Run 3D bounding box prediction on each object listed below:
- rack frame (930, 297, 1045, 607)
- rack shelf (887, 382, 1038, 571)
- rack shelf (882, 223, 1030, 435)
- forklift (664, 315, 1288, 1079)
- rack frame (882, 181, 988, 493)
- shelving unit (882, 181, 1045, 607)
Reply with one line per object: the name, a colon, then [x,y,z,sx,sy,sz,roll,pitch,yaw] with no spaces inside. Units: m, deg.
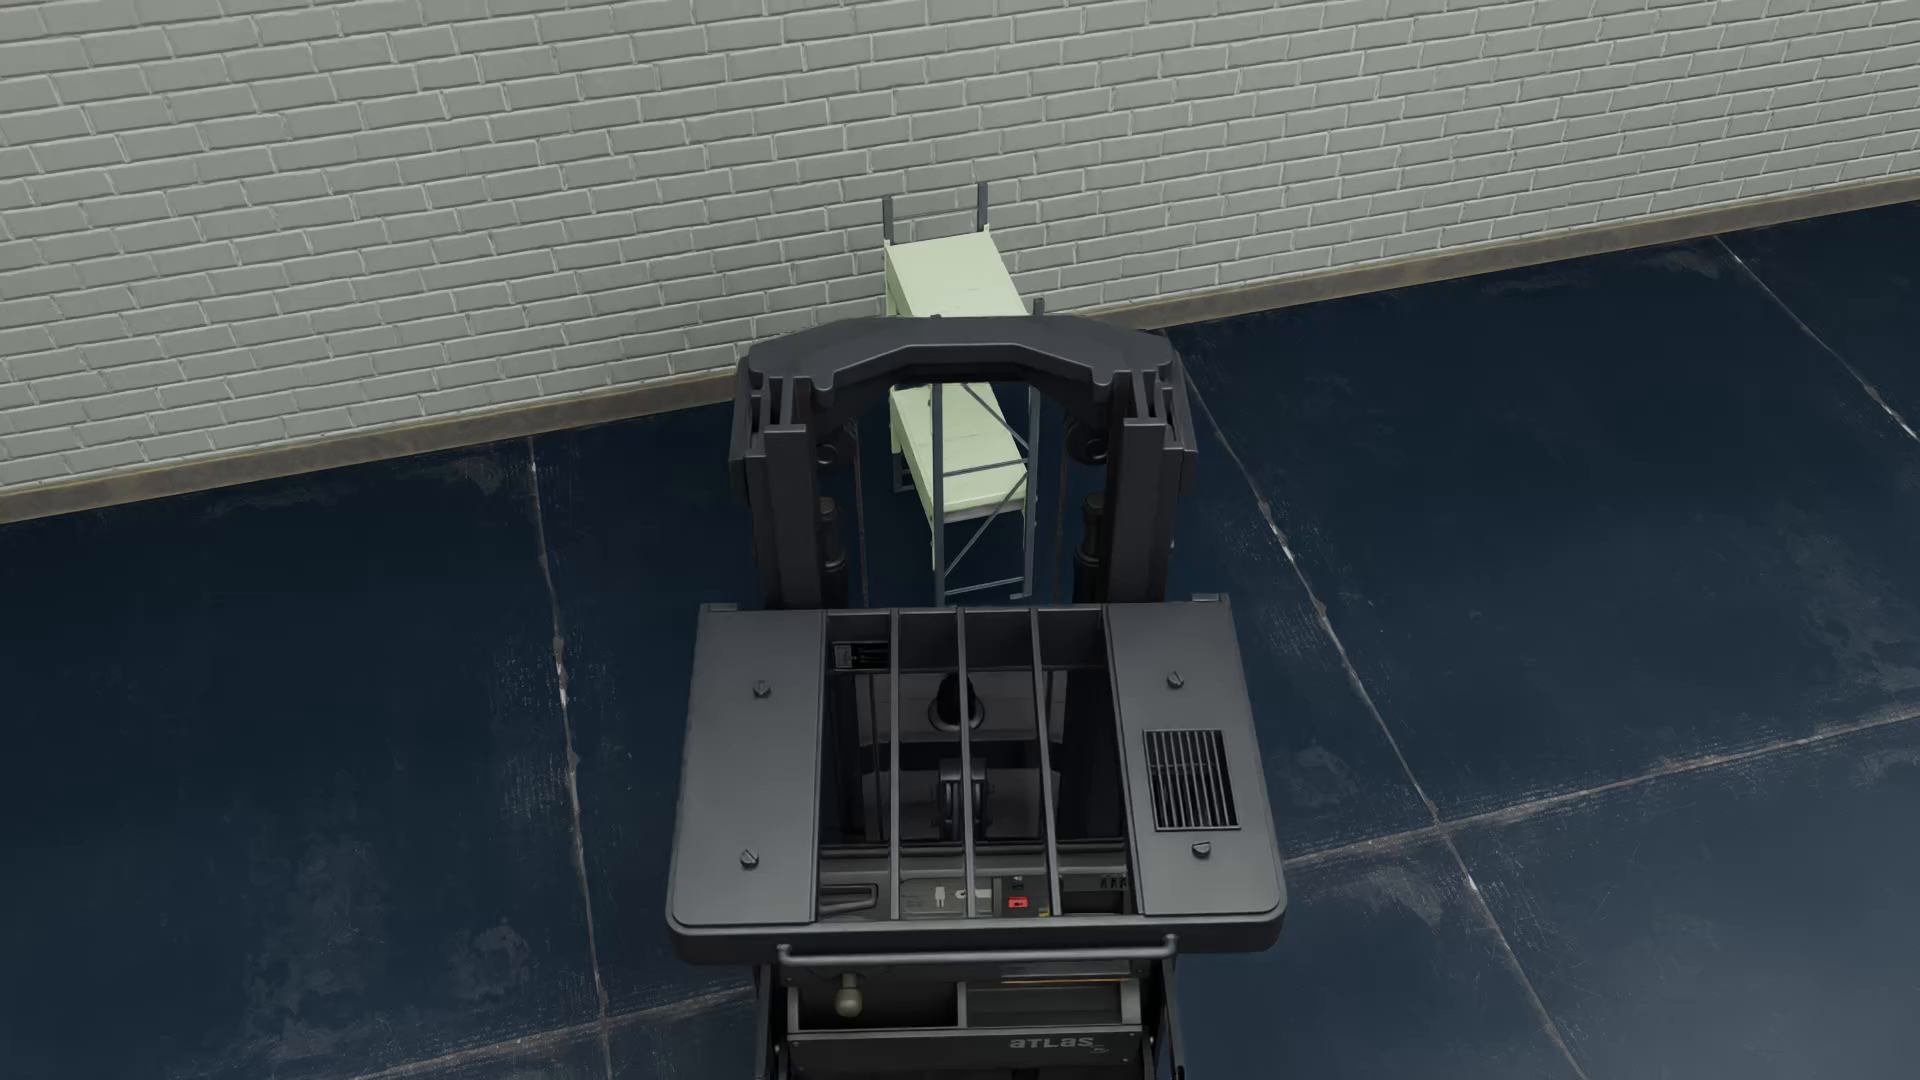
rack frame: [0.095,-0.268,6.213,0.400,1.500,0.023,-11,47,-10]
rack shelf: [0.002,-0.292,6.693,0.431,0.370,0.720,-11,47,-10]
rack shelf: [0.002,-0.793,6.182,0.431,0.370,0.720,-11,47,-10]
forklift: [0.019,1.055,3.914,1.130,2.935,3.031,-1,46,-1]
rack frame: [-0.092,-0.773,6.708,0.400,1.500,0.023,-11,47,-10]
shelving unit: [0.002,-0.520,6.461,0.431,1.500,0.755,-11,47,-10]
